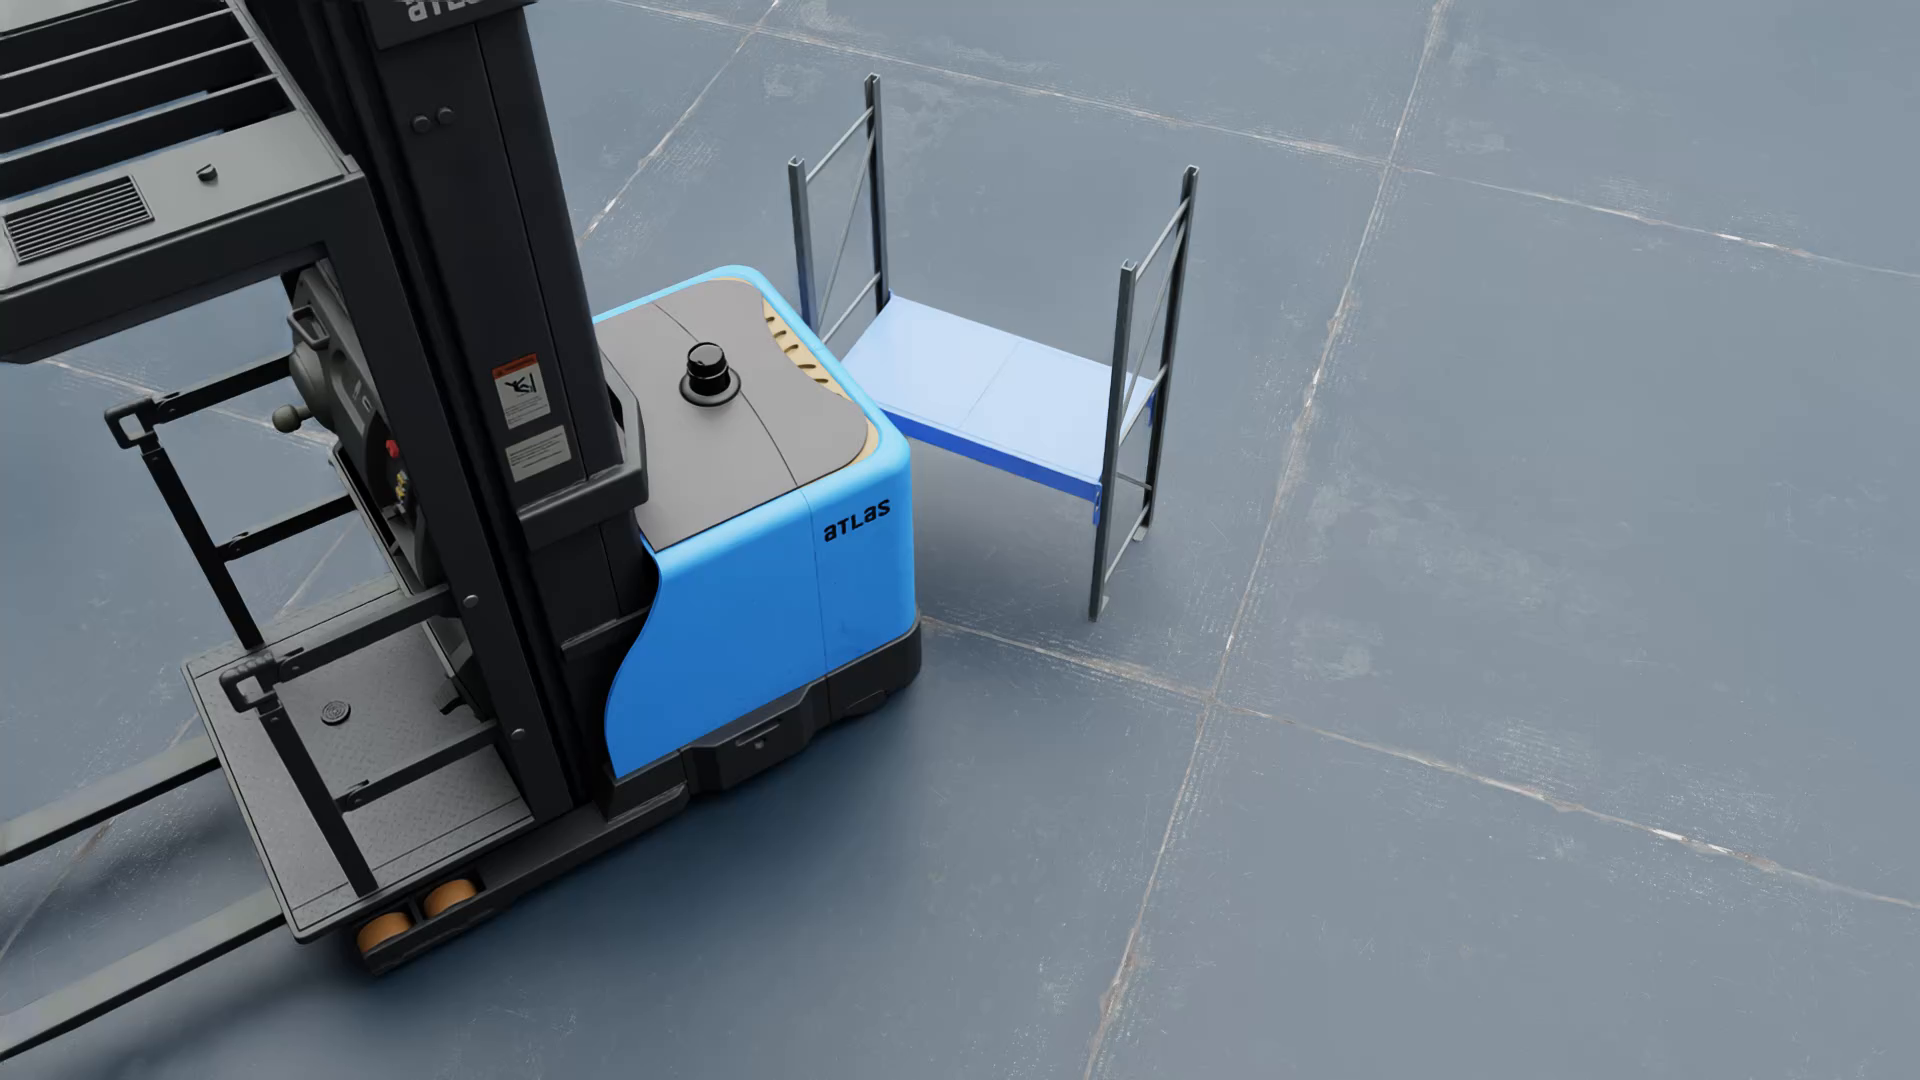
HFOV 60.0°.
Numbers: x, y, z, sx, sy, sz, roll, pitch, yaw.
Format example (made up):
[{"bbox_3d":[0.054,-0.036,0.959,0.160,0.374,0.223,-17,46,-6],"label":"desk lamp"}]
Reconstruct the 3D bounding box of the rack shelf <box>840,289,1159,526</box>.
[{"bbox_3d":[0.093,-0.445,5.381,1.000,0.185,0.538,21,52,17],"label":"rack shelf"}]

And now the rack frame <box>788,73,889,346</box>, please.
[{"bbox_3d":[-0.362,-0.733,5.393,0.032,1.500,0.500,21,52,17],"label":"rack frame"}]

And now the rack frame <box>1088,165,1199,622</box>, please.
[{"bbox_3d":[0.549,-0.392,5.097,0.032,1.500,0.500,21,52,17],"label":"rack frame"}]

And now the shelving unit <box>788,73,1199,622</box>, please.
[{"bbox_3d":[0.093,-0.562,5.245,1.048,1.500,0.538,21,52,17],"label":"shelving unit"}]

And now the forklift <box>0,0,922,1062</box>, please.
[{"bbox_3d":[-1.638,-0.212,3.994,3.031,2.935,1.130,-26,54,-21],"label":"forklift"}]
